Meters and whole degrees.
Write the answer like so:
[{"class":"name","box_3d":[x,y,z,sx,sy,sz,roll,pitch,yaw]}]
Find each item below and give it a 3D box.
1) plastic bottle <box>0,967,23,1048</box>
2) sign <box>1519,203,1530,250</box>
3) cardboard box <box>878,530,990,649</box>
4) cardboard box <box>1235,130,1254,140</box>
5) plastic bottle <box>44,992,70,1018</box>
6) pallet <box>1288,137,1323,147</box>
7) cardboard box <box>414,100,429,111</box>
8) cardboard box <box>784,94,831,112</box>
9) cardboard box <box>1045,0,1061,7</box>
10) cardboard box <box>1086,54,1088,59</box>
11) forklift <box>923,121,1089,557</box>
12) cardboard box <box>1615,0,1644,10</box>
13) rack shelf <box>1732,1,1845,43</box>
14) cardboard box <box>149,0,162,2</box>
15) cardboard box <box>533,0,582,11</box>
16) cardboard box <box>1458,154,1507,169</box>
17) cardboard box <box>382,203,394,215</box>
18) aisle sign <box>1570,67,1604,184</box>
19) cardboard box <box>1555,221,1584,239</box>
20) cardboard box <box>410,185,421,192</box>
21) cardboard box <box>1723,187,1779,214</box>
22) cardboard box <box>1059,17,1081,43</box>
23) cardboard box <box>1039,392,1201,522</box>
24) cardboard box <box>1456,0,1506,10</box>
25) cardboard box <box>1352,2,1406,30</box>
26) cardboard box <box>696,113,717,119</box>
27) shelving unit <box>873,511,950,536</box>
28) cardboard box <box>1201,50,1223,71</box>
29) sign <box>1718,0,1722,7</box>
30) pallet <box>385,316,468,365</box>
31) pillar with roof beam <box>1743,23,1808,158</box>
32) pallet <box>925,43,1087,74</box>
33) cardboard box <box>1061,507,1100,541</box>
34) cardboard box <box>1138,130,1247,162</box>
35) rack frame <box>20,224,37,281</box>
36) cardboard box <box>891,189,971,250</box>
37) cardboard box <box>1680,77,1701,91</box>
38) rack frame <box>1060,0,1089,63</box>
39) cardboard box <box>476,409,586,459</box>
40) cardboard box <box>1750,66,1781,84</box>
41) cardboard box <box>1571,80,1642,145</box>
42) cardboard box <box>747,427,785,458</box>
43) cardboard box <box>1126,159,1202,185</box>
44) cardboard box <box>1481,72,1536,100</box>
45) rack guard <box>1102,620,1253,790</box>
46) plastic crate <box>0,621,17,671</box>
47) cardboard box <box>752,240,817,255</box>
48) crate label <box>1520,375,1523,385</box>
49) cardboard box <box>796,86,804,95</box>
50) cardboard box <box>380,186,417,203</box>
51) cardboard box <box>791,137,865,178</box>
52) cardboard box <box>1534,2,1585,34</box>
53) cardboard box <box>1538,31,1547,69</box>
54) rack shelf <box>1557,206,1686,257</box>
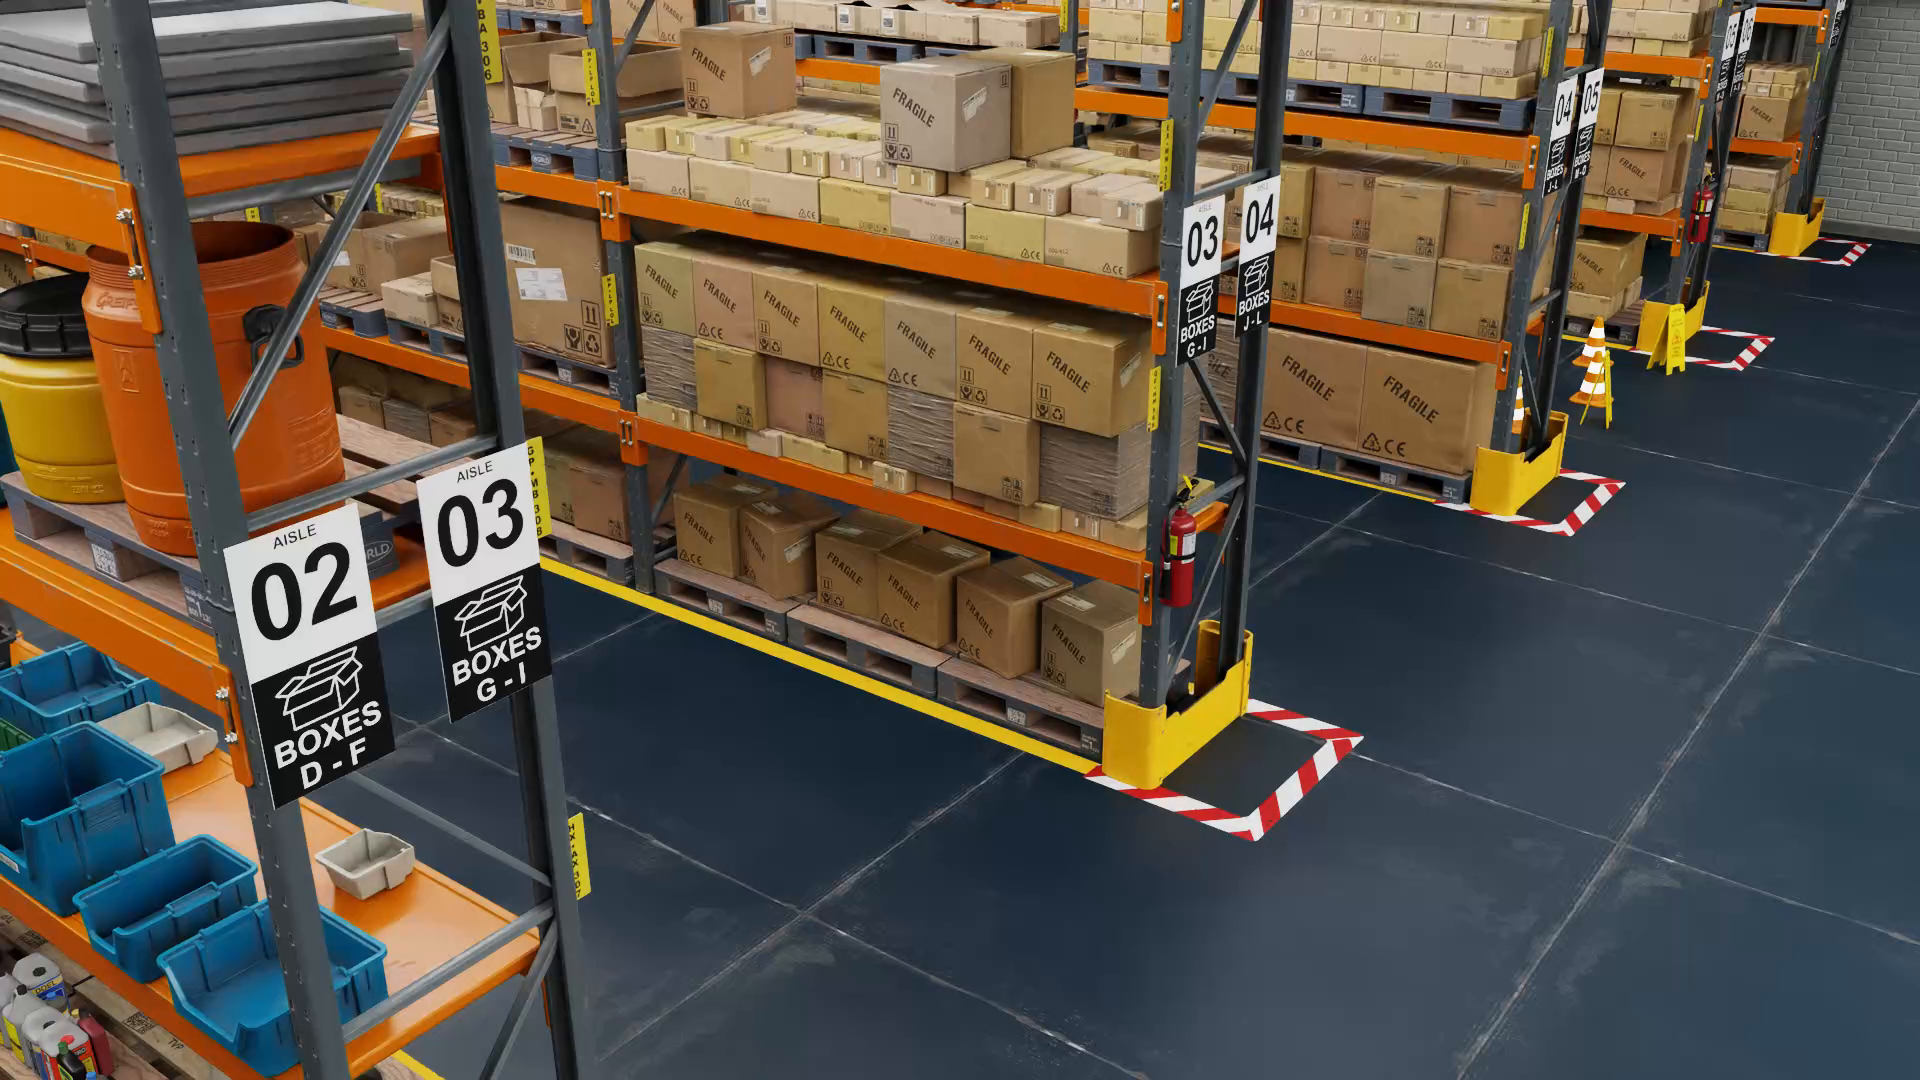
[{"class":"plastic bottle","box_3d":[-3.966,1.919,6.915,0.185,0.351,0.144,17,29,33]},{"class":"sign","box_3d":[4.036,-2.243,11.890,0.005,0.325,0.100,17,29,33]},{"class":"cardboard box","box_3d":[-0.162,0.304,10.419,0.500,0.500,0.500,20,31,38]},{"class":"cardboard box","box_3d":[3.282,-4.547,18.641,0.250,0.149,0.380,16,28,32]},{"class":"plastic bottle","box_3d":[-3.780,1.982,6.955,0.097,0.201,0.097,0,24,0]},{"class":"pallet","box_3d":[3.535,-4.509,19.001,1.213,0.211,1.003,17,29,33]},{"class":"cardboard box","box_3d":[-4.034,-2.998,11.799,0.500,0.250,0.500,18,29,34]},{"class":"cardboard box","box_3d":[-1.676,-4.102,16.476,0.500,0.500,0.700,17,29,33]},{"class":"cardboard box","box_3d":[1.213,-6.451,19.617,0.258,0.266,0.396,17,29,33]},{"class":"cardboard box","box_3d":[1.389,-5.686,20.421,0.500,0.500,0.500,16,28,32]},{"class":"forklift","box_3d":[0.729,-1.764,12.618,1.130,2.935,3.031,14,28,29]},{"class":"cardboard box","box_3d":[6.414,-5.137,15.792,0.250,0.149,0.380,16,29,33]},{"class":"rack shelf","box_3d":[8.634,-6.527,20.516,4.000,0.370,1.077,17,29,33]},{"class":"cardboard box","box_3d":[-6.360,-4.050,13.357,0.500,0.500,0.500,19,30,36]},{"class":"cardboard box","box_3d":[-4.073,-5.874,17.493,0.637,0.503,0.797,16,29,33]},{"class":"cardboard box","box_3d":[5.470,-3.995,17.105,0.500,0.500,0.500,17,29,34]},{"class":"cardboard box","box_3d":[-6.870,-4.093,20.466,0.250,0.149,0.380,18,30,36]},{"class":"aisle sign","box_3d":[4.609,-3.046,12.218,0.004,0.787,0.394,17,29,33]},{"class":"cardboard box","box_3d":[6.129,-3.148,16.830,0.250,0.149,0.380,18,29,35]},{"class":"cardboard box","box_3d":[-6.617,-4.374,20.735,0.250,0.149,0.380,17,29,34]},{"class":"cardboard box","box_3d":[9.657,-4.180,20.285,0.500,0.250,0.500,16,29,33]},{"class":"cardboard box","box_3d":[0.838,-4.519,14.588,0.396,0.266,0.258,16,29,32]},{"class":"cardboard box","box_3d":[0.893,-0.524,9.226,0.500,0.500,0.875,17,29,33]},{"class":"cardboard box","box_3d":[3.891,-3.943,12.436,0.250,0.149,0.380,16,29,33]},{"class":"cardboard box","box_3d":[3.088,-3.855,12.236,0.250,0.149,0.380,17,29,34]},{"class":"cardboard box","box_3d":[-1.451,-2.669,10.558,0.250,0.149,0.380,18,29,35]},{"class":"shelving unit","box_3d":[-0.351,-0.454,11.792,0.503,1.200,0.258,14,28,29]},{"class":"cardboard box","box_3d":[2.074,-3.796,13.092,0.250,0.149,0.380,16,29,32]},{"class":"sign","box_3d":[6.911,-5.001,15.063,0.005,0.325,0.100,17,29,33]},{"class":"pallet","box_3d":[-3.476,-1.582,12.358,1.213,0.211,1.003,17,29,33]},{"class":"pillar with roof beam","box_3d":[7.636,-6.816,16.558,0.400,9.000,9.100,17,29,33]},{"class":"pallet","box_3d":[0.408,-4.234,14.657,1.217,0.209,0.805,16,28,31]},{"class":"cardboard box","box_3d":[0.765,-0.148,9.178,0.250,0.149,0.380,17,29,33]},{"class":"cardboard box","box_3d":[1.956,-3.111,14.064,0.550,0.550,0.875,17,29,33]},{"class":"rack frame","box_3d":[-8.286,-3.102,15.571,0.127,3.000,1.000,17,29,33]},{"class":"cardboard box","box_3d":[-0.028,-1.786,9.048,0.500,0.250,0.500,18,29,34]},{"class":"cardboard box","box_3d":[8.962,-5.584,20.274,0.250,0.149,0.380,16,28,32]},{"class":"rack frame","box_3d":[1.171,-5.489,13.547,0.127,3.000,1.000,17,29,33]},{"class":"cardboard box","box_3d":[-3.181,-0.637,12.530,0.500,0.500,0.700,14,27,29]},{"class":"cardboard box","box_3d":[9.605,-5.547,19.822,0.250,0.149,0.380,17,29,33]},{"class":"cardboard box","box_3d":[6.320,-4.215,16.363,0.500,0.500,0.700,17,29,34]},{"class":"cardboard box","box_3d":[-1.103,-0.656,10.331,0.250,0.149,0.380,17,29,33]},{"class":"cardboard box","box_3d":[1.086,-1.922,8.863,0.250,0.149,0.380,18,29,34]},{"class":"cardboard box","box_3d":[3.903,-3.243,11.837,0.250,0.149,0.380,17,29,33]},{"class":"rack guard","box_3d":[1.256,0.925,9.530,0.348,0.500,1.175,17,29,33]},{"class":"plastic crate","box_3d":[-4.512,0.626,7.185,0.504,0.338,0.767,17,29,33]},{"class":"cardboard box","box_3d":[-0.958,-1.667,10.579,0.500,0.500,0.500,17,29,33]},{"class":"crate label","box_3d":[5.082,-1.505,15.497,0.298,0.136,0.250,3,24,6]},{"class":"cardboard box","box_3d":[-2.148,-6.039,22.423,0.500,0.250,0.500,16,28,32]},{"class":"cardboard box","box_3d":[-6.892,-4.227,20.401,0.250,0.149,0.380,17,29,33]},{"class":"cardboard box","box_3d":[-0.743,-2.173,9.433,0.250,0.149,0.380,16,28,32]},{"class":"cardboard box","box_3d":[5.869,-5.121,16.249,0.500,0.250,0.500,18,29,35]},{"class":"cardboard box","box_3d":[4.140,-3.654,12.275,0.500,0.250,0.500,17,29,33]},{"class":"rack shelf","box_3d":[5.660,-3.552,17.484,4.000,0.370,1.077,17,29,33]}]
